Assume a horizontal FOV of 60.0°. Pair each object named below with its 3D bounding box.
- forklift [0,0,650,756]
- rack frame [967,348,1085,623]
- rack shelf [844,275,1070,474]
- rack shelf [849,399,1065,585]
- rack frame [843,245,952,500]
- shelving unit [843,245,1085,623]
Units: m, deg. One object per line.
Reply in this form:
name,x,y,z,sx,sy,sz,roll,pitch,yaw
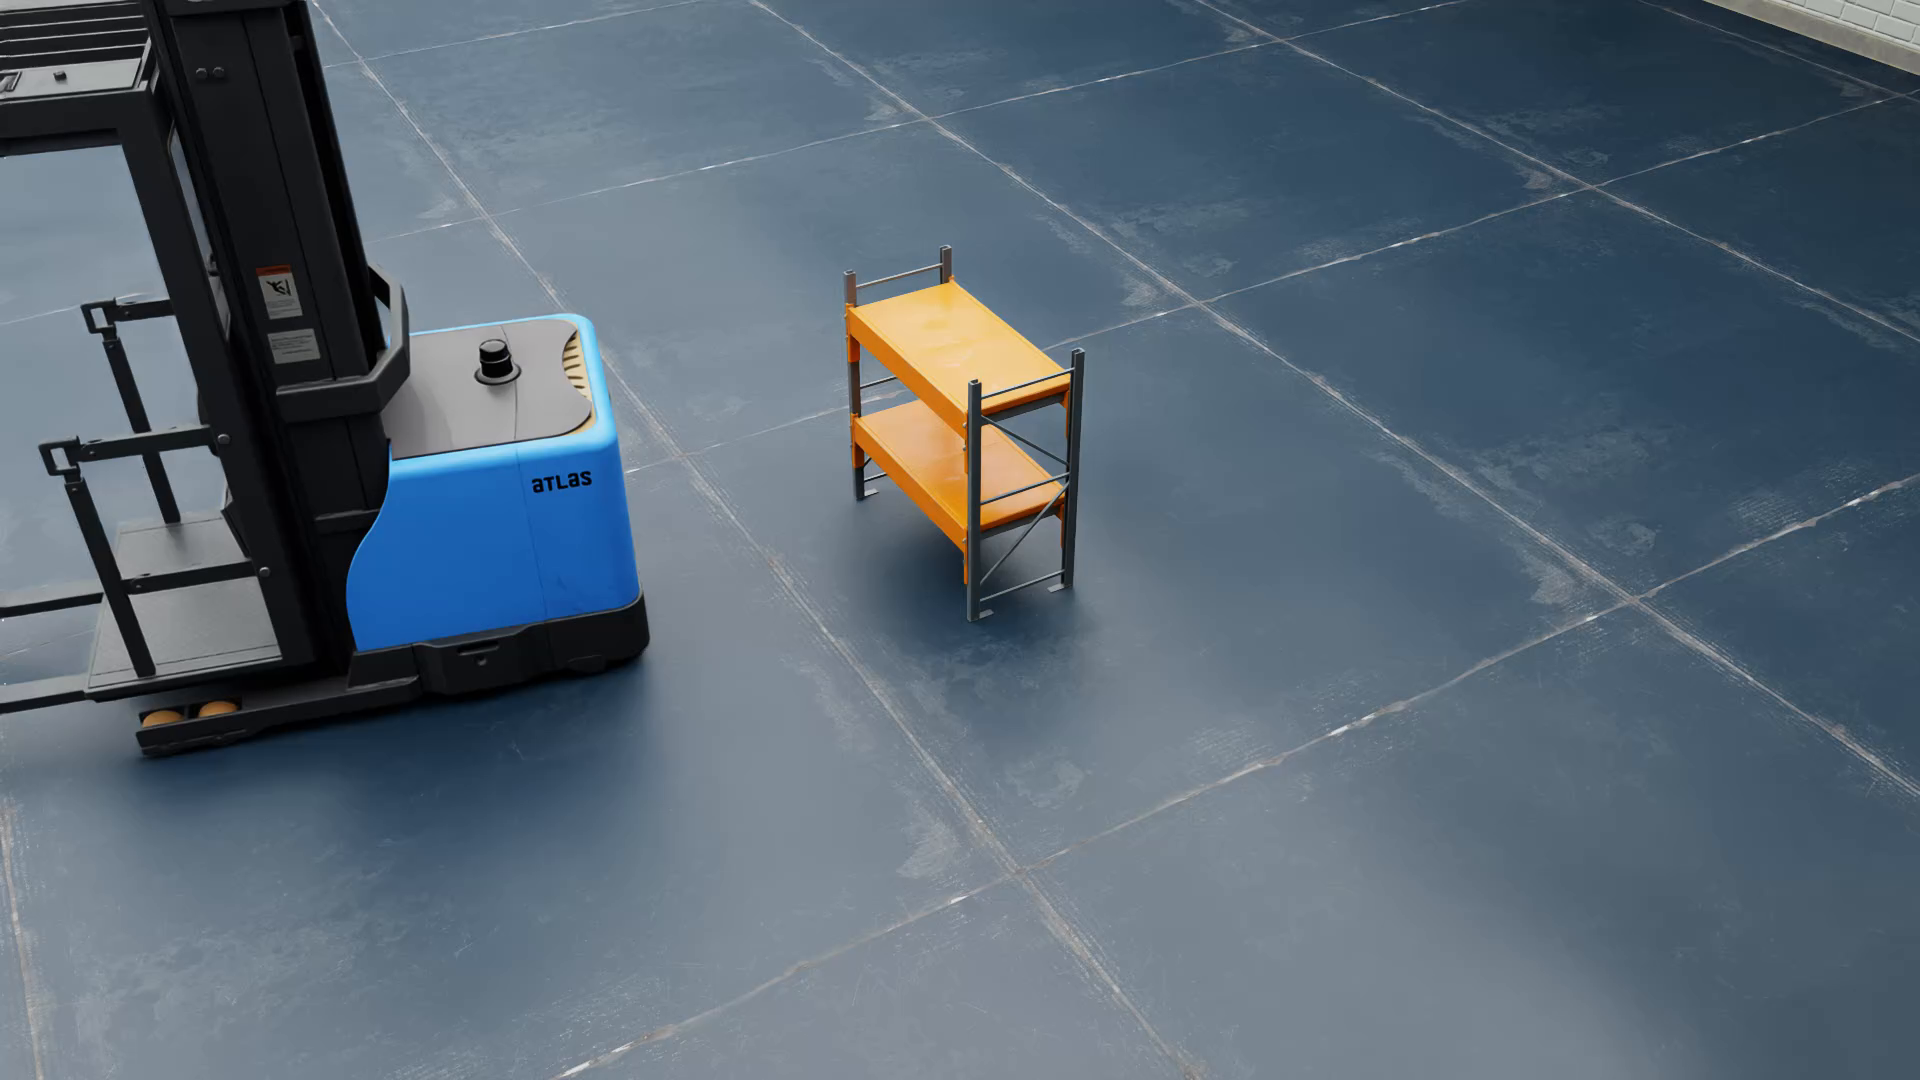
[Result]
forklift,-2.804,-0.735,5.771,3.031,2.935,1.130,-9,37,-13
rack frame,0.252,-0.198,6.568,0.500,1.125,0.032,-19,40,-24
rack shelf,-0.003,-0.694,6.750,0.538,0.278,1.000,-19,40,-24
rack shelf,-0.003,-0.260,7.067,0.538,0.278,1.000,-19,40,-24
rack frame,-0.259,-0.717,7.278,0.500,1.125,0.032,-19,40,-24
shelving unit,-0.003,-0.458,6.923,0.538,1.125,1.048,-19,40,-24
